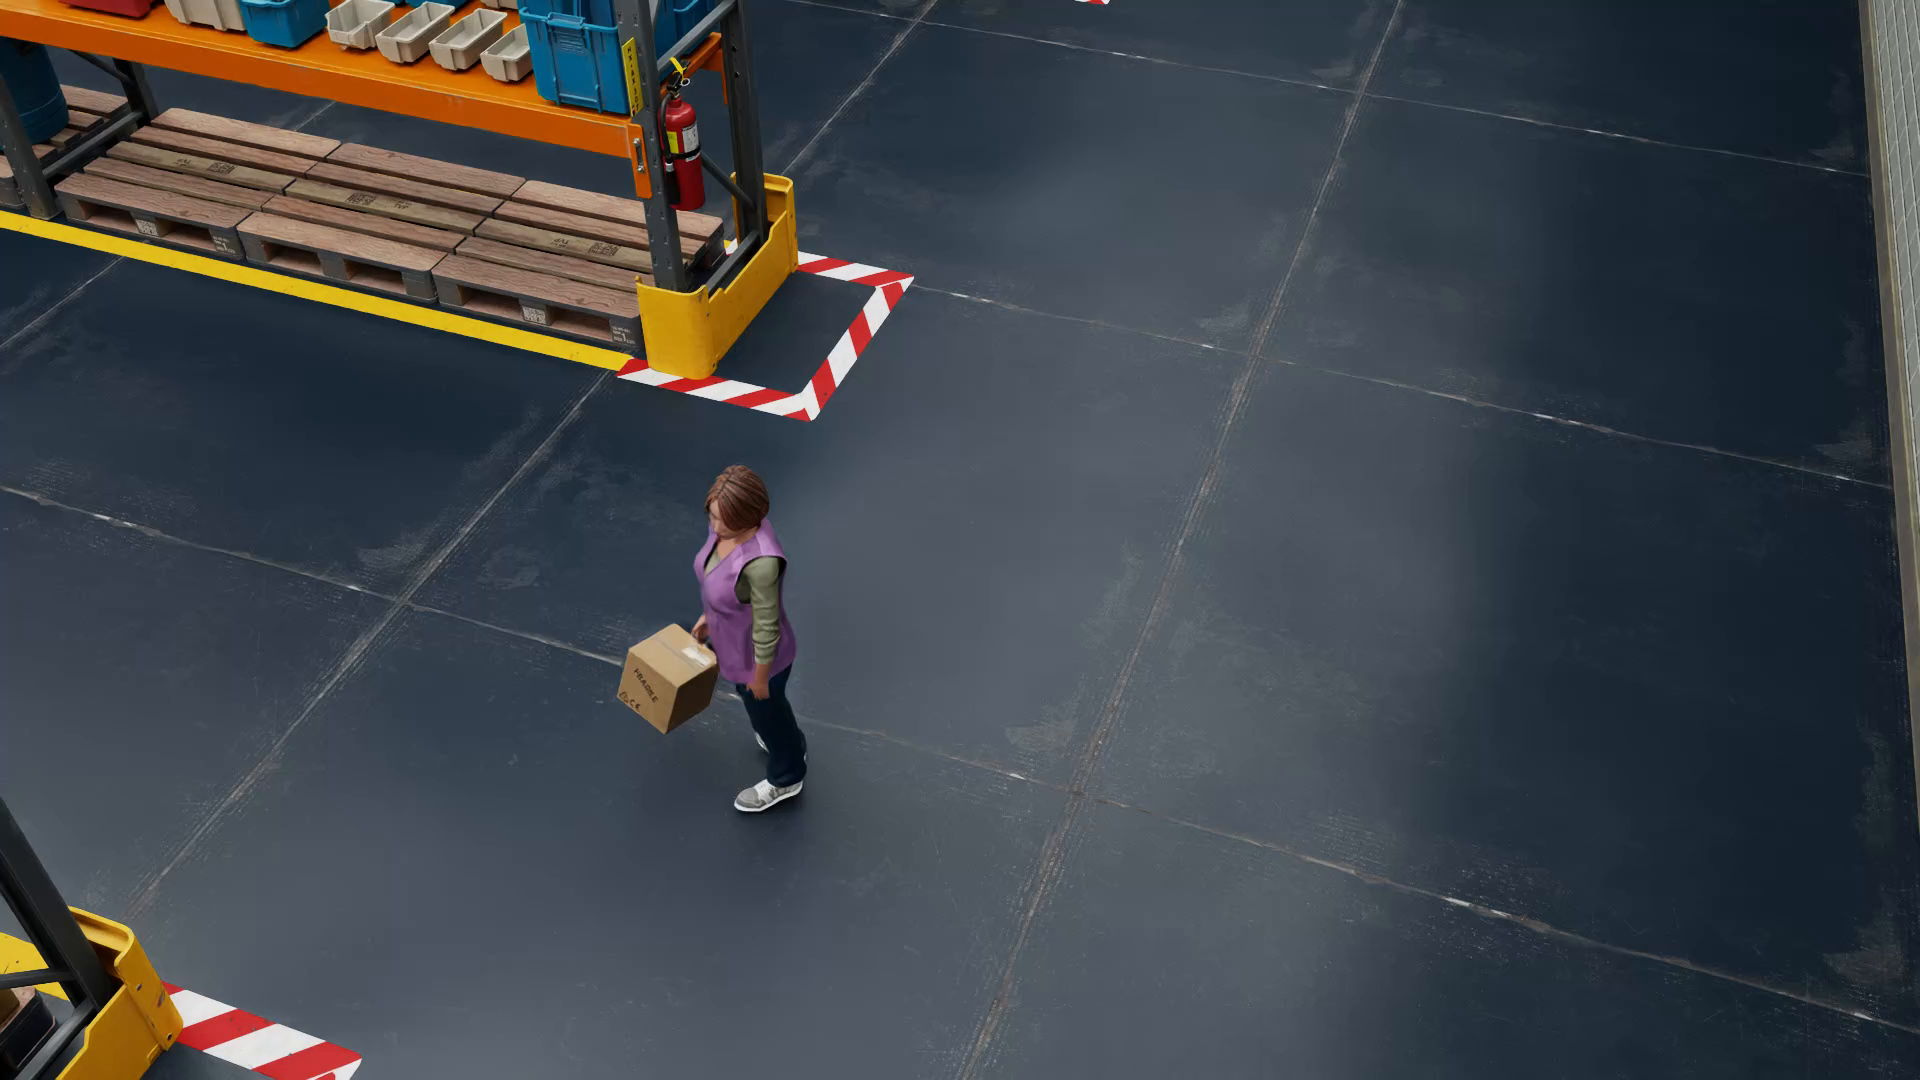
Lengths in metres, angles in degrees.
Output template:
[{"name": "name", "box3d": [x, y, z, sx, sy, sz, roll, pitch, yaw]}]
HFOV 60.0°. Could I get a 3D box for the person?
[{"name": "person", "box3d": [-0.733, 0.339, 5.770, 0.363, 1.600, 0.549, -14, 44, -15]}]
